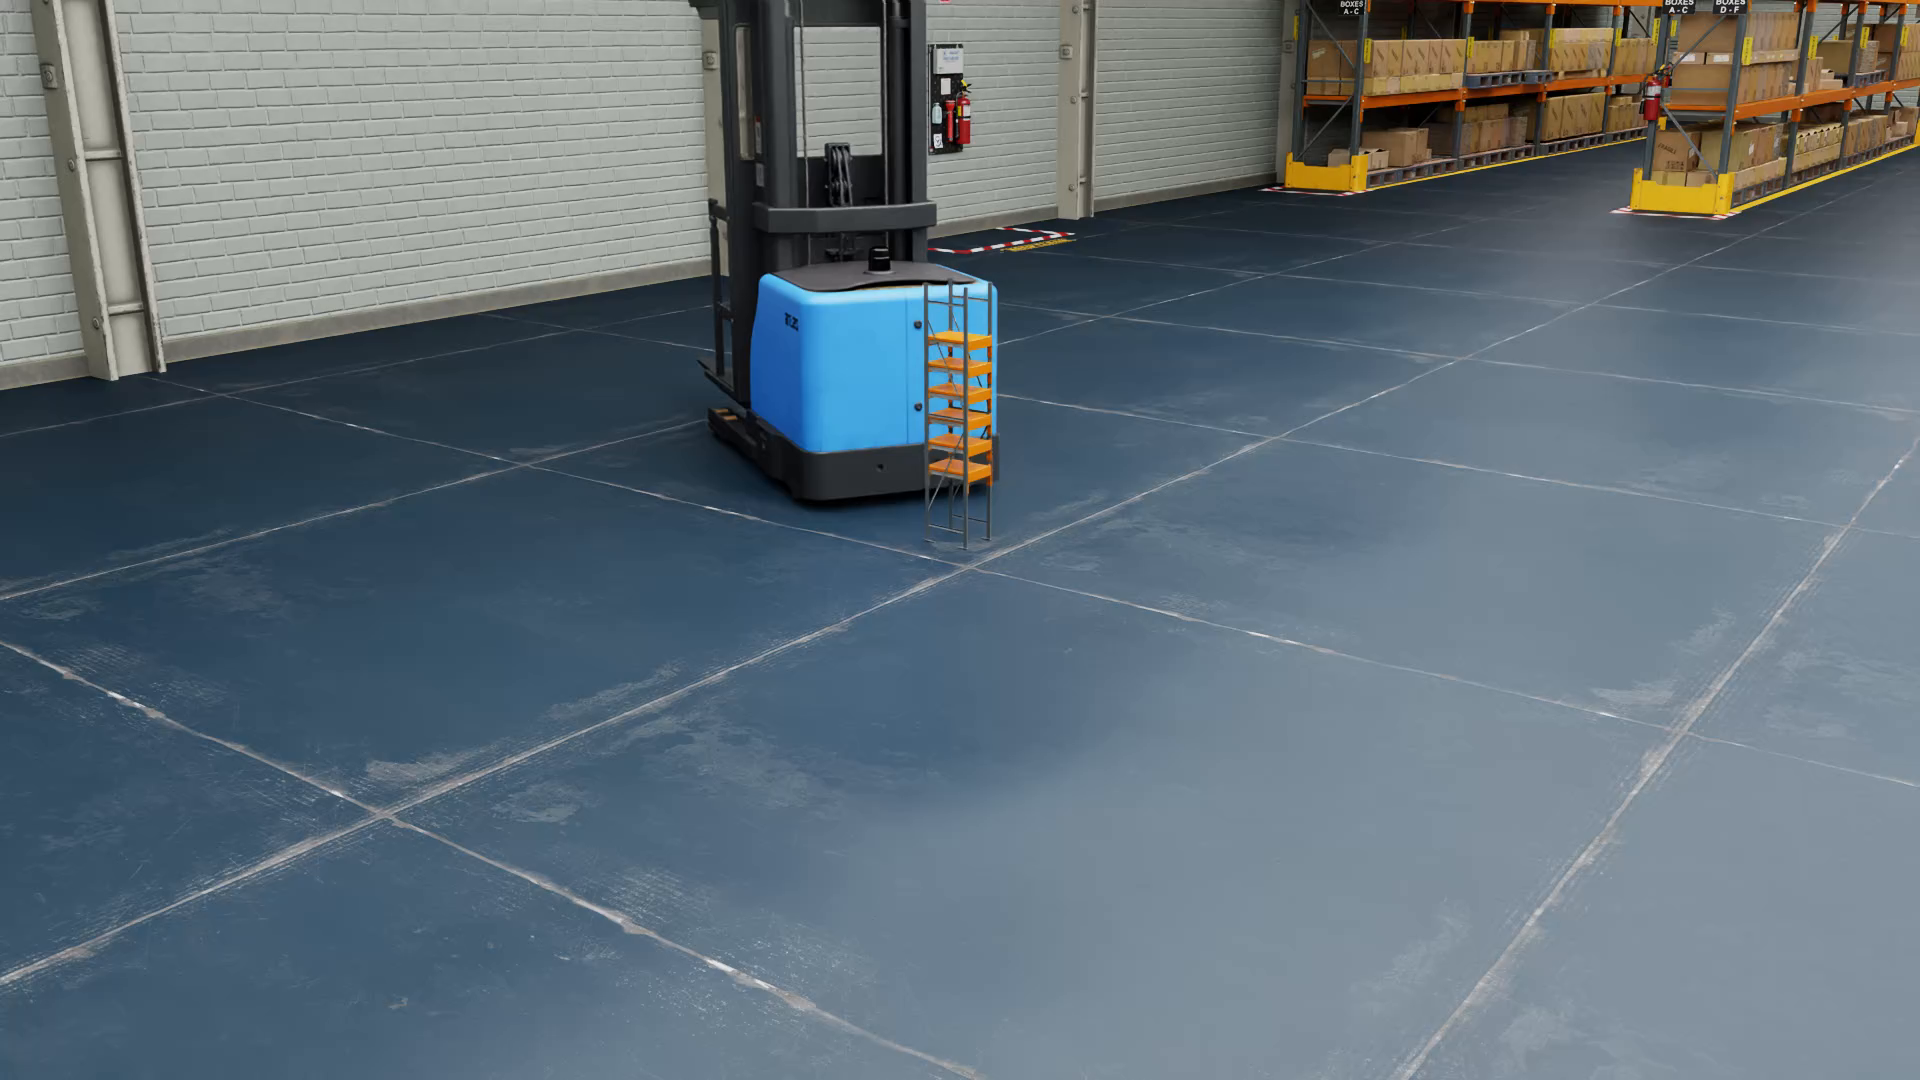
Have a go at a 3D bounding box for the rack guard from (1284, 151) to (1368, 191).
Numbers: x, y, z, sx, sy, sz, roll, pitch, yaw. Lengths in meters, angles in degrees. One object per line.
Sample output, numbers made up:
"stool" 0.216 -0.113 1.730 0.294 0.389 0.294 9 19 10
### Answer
"rack guard" 5.323 -5.372 24.199 1.175 0.500 0.348 12 21 35

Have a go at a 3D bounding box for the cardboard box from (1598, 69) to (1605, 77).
"cardboard box" 12.322 -9.100 32.381 0.380 0.149 0.250 13 21 36

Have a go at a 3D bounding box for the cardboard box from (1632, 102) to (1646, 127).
"cardboard box" 14.176 -9.062 35.373 0.700 0.500 0.500 12 21 35

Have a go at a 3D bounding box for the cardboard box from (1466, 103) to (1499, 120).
"cardboard box" 8.964 -7.399 28.720 0.500 0.250 0.500 12 21 34

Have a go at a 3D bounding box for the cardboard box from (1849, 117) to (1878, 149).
"cardboard box" 15.744 -7.144 29.163 0.500 0.500 0.500 13 21 35

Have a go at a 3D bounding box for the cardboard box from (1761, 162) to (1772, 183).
"cardboard box" 10.949 -5.125 23.118 0.500 0.250 0.500 12 21 35

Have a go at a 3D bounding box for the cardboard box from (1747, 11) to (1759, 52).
"cardboard box" 9.887 -6.588 21.545 0.700 0.500 0.500 12 21 33

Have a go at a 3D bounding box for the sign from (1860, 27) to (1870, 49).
"sign" 14.472 -8.034 26.605 0.100 0.325 0.005 12 21 35

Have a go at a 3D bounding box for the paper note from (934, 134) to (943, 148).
"paper note" -0.239 -4.406 18.358 0.016 0.148 0.142 12 21 35

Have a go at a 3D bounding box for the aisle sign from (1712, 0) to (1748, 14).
"aisle sign" 9.465 -6.845 20.344 0.394 0.787 0.004 12 21 35

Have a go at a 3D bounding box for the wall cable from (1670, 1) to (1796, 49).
"wall cable" 18.468 -13.024 39.747 3.097 2.526 0.112 12 21 35

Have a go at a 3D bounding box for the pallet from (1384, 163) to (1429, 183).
"pallet" 6.562 -5.711 25.777 1.003 0.211 1.213 12 21 35

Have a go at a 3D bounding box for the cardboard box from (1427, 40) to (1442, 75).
"cardboard box" 7.026 -7.391 25.441 0.500 0.500 0.500 12 21 33

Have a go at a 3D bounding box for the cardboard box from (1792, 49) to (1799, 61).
"cardboard box" 11.651 -6.881 23.581 0.380 0.149 0.250 12 21 35

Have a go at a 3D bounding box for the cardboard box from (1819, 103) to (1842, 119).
"cardboard box" 15.030 -7.476 28.968 0.500 0.250 0.500 12 21 34

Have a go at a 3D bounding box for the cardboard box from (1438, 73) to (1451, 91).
"cardboard box" 7.318 -7.155 25.944 0.500 0.250 0.500 13 21 35

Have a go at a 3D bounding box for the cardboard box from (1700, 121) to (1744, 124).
"cardboard box" 10.822 -5.696 23.691 0.500 0.500 0.500 12 21 35

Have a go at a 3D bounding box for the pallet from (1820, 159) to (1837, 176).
"pallet" 13.503 -6.058 26.894 1.003 0.211 1.213 12 21 35

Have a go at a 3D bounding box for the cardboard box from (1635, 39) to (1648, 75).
"cardboard box" 13.629 -10.023 34.457 0.980 0.700 0.700 11 20 32

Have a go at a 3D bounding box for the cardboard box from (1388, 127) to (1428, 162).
"cardboard box" 7.074 -6.262 26.325 0.500 0.500 0.500 11 20 31

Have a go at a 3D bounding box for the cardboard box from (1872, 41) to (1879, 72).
"cardboard box" 15.405 -8.348 28.691 0.700 0.500 0.500 7 19 21

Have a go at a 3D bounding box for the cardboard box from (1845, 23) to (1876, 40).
"cardboard box" 16.501 -9.223 30.530 0.500 0.500 0.500 13 21 35

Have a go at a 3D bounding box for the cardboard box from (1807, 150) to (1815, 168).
"cardboard box" 12.693 -5.811 25.326 0.500 0.250 0.500 12 21 33

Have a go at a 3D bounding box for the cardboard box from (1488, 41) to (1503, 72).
"cardboard box" 8.697 -8.167 28.076 0.700 0.500 0.500 16 24 42

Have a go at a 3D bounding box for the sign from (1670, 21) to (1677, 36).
"sign" 15.238 -10.925 35.516 0.100 0.325 0.005 12 21 35

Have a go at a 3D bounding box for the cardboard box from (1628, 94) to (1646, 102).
"cardboard box" 14.392 -9.367 35.262 0.380 0.149 0.250 13 22 36

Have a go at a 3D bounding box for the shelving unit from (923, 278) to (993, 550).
"shelving unit" -0.009 -0.570 7.555 0.258 1.200 0.189 12 21 35

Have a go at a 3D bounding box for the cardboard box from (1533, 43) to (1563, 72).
"cardboard box" 10.539 -8.723 30.071 0.500 0.500 0.500 13 22 36

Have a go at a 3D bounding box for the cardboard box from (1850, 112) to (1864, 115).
"cardboard box" 16.520 -7.733 31.062 0.500 0.500 0.500 12 21 35

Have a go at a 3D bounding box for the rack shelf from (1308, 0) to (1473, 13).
"rack shelf" 6.469 -8.113 24.966 1.077 0.370 4.000 12 21 35

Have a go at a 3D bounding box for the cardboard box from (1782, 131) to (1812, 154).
"cardboard box" 12.390 -5.954 24.841 0.500 0.311 0.500 12 21 34

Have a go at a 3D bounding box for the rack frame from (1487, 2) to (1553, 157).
"rack frame" 10.044 -8.453 29.906 1.000 3.000 0.127 12 21 35

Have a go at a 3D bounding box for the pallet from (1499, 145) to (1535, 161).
"pallet" 9.577 -6.935 29.721 1.003 0.211 1.213 12 21 35

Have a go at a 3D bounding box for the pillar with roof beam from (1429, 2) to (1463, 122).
"pillar with roof beam" 12.032 -10.401 26.062 9.100 9.000 0.400 12 21 35

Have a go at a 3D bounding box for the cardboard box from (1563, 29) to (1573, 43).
"cardboard box" 10.841 -9.201 30.347 0.500 0.250 0.500 12 21 34

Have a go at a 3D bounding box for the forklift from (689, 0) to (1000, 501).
"forklift" -0.821 -1.988 9.204 1.130 2.935 3.031 -7 19 -21

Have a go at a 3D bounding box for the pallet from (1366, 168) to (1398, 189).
"pallet" 5.835 -5.421 24.845 1.003 0.211 1.213 12 21 35

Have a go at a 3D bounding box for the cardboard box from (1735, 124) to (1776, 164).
"cardboard box" 10.938 -5.485 23.014 0.500 0.500 0.500 12 21 35

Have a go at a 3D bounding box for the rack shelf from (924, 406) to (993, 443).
"rack shelf" -0.009 -0.527 7.568 0.258 0.103 0.180 12 21 35

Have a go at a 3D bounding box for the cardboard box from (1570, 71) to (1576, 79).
"cardboard box" 11.331 -8.747 31.244 0.380 0.149 0.250 13 21 35

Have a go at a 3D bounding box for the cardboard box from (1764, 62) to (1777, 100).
"cardboard box" 10.771 -6.321 22.873 0.700 0.500 0.500 13 21 35

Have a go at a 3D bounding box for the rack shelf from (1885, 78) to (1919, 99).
"rack shelf" 17.600 -8.664 31.799 1.077 0.370 4.000 12 21 35

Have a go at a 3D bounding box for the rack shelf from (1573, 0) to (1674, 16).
"rack shelf" 13.619 -10.971 34.170 1.077 0.370 4.000 12 21 35

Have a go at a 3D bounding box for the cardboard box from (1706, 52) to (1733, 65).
"cardboard box" 9.665 -6.086 21.022 0.380 0.149 0.250 12 21 34

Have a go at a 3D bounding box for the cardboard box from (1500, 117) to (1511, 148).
"cardboard box" 9.257 -7.186 29.301 0.700 0.500 0.500 12 21 35

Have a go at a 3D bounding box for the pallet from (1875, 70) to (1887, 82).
"pallet" 15.844 -8.268 29.636 1.003 0.211 1.213 12 21 35

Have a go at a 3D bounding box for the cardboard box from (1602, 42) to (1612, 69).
"cardboard box" 12.355 -9.451 32.415 0.500 0.500 0.500 12 21 34

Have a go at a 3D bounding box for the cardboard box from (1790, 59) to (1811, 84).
"cardboard box" 12.426 -6.979 24.991 0.500 0.500 0.500 14 22 39

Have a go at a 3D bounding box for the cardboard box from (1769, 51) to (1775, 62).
"cardboard box" 10.738 -6.515 22.402 0.380 0.149 0.250 13 22 36
